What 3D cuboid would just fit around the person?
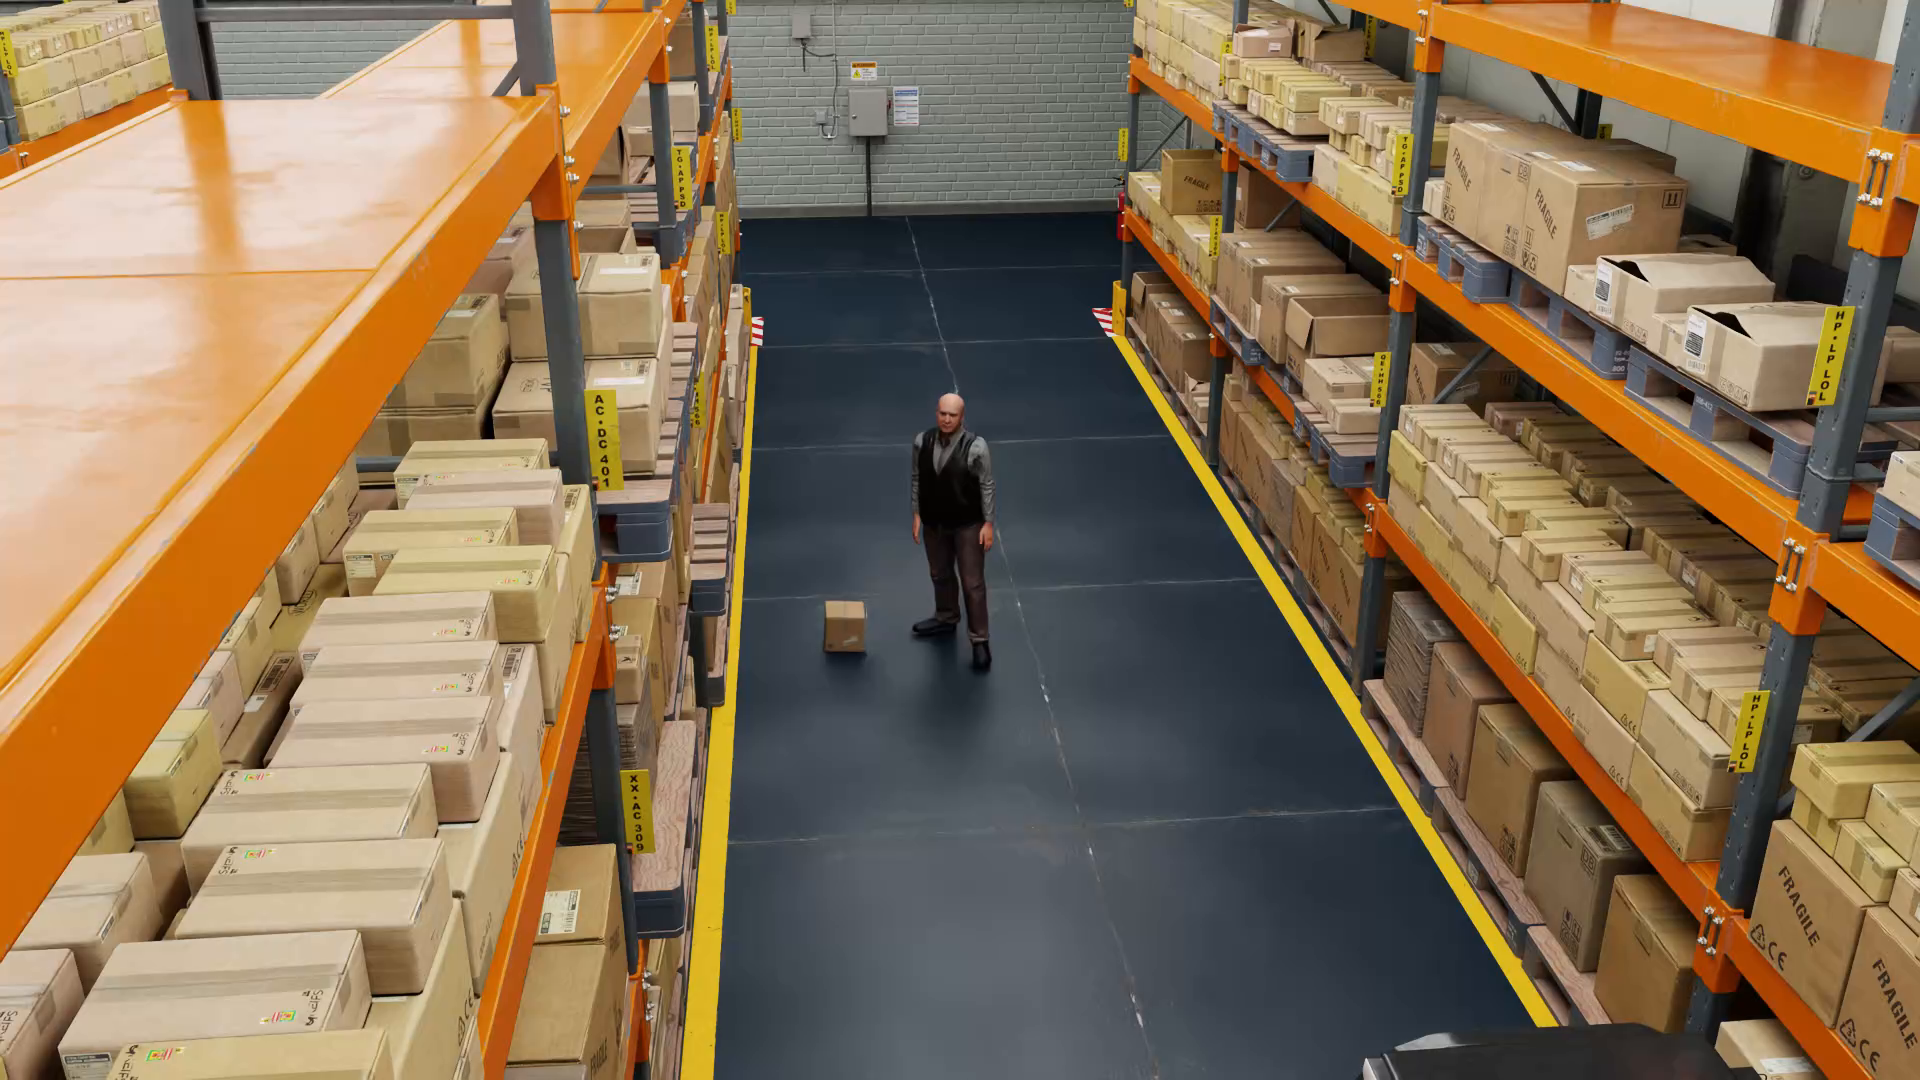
[{"bbox_3d":[-0.034,-0.099,10.532,0.689,1.717,0.488,12,26,25],"label":"person"}]
